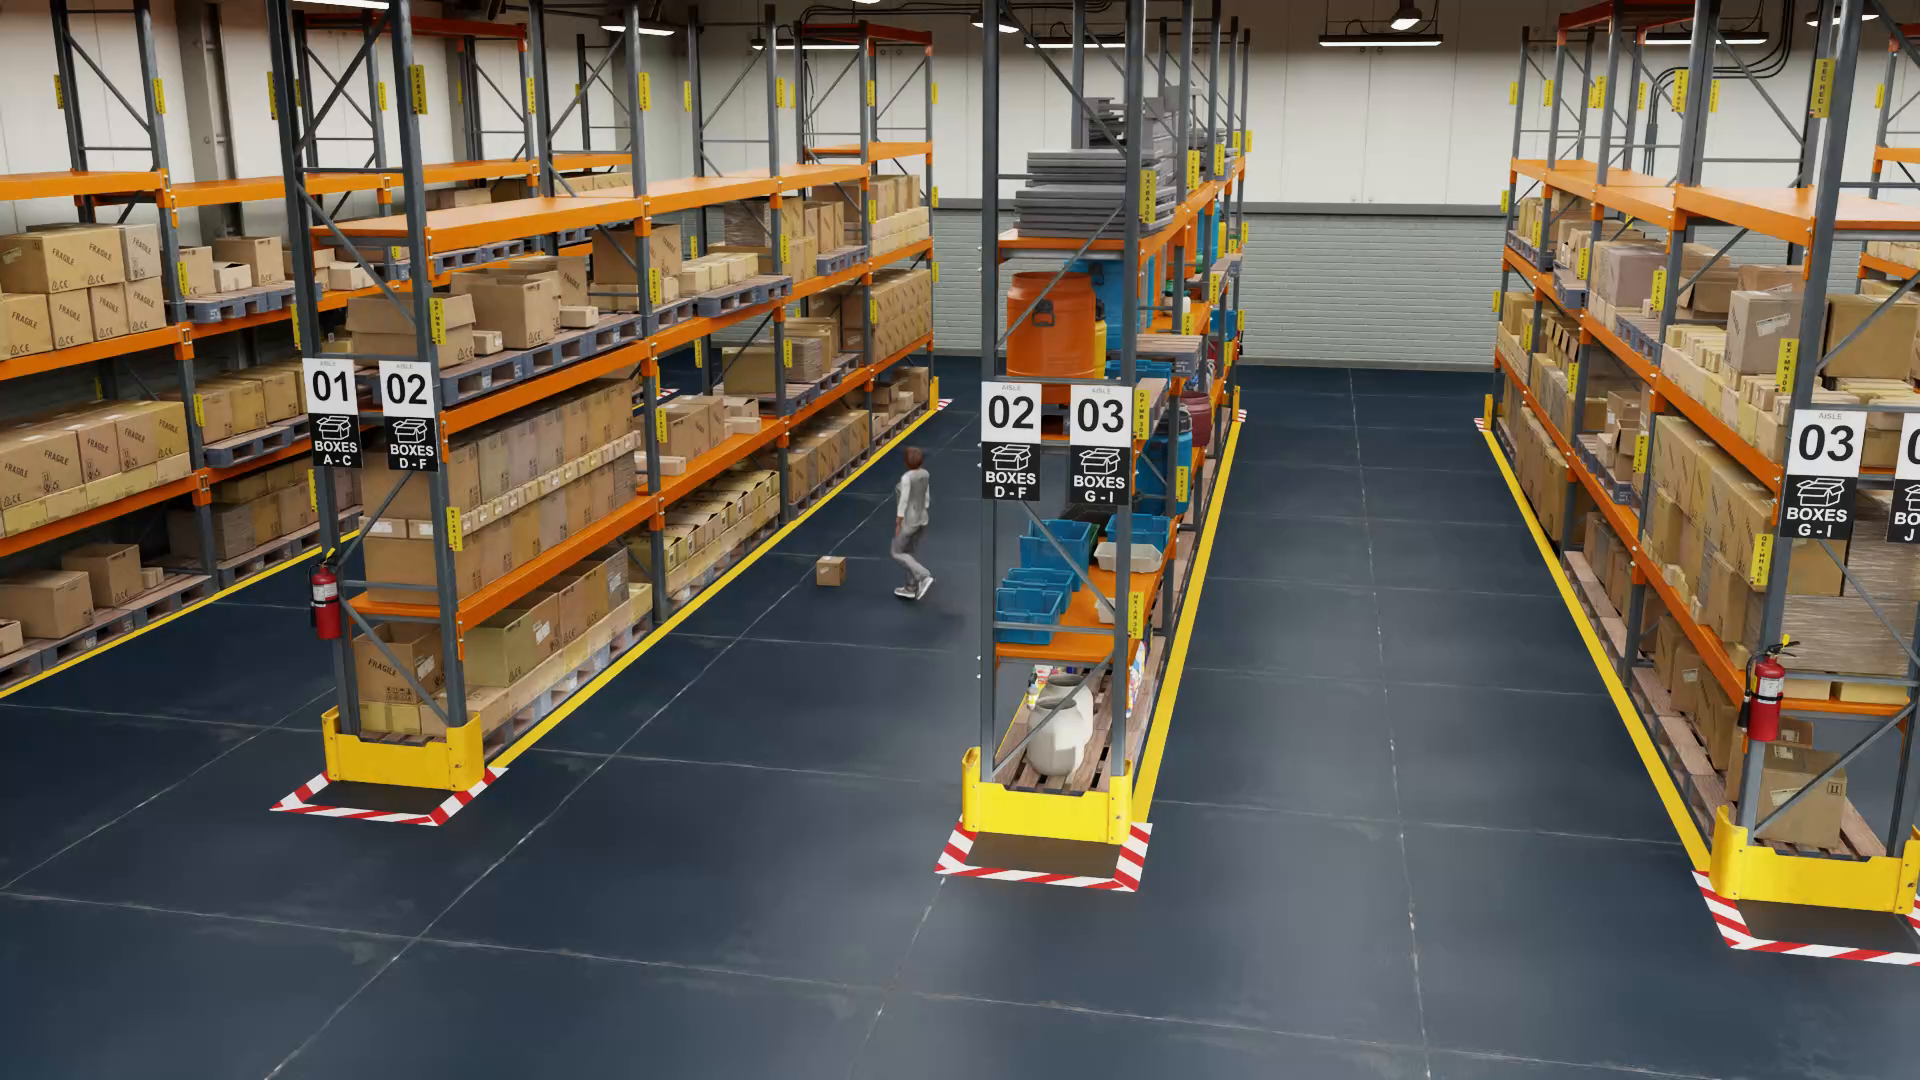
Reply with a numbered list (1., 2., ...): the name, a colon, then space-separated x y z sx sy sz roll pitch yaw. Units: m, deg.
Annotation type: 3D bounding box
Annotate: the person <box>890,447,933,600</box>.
1. person: -0.469 -0.167 16.883 0.557 1.589 0.439 11 18 35
